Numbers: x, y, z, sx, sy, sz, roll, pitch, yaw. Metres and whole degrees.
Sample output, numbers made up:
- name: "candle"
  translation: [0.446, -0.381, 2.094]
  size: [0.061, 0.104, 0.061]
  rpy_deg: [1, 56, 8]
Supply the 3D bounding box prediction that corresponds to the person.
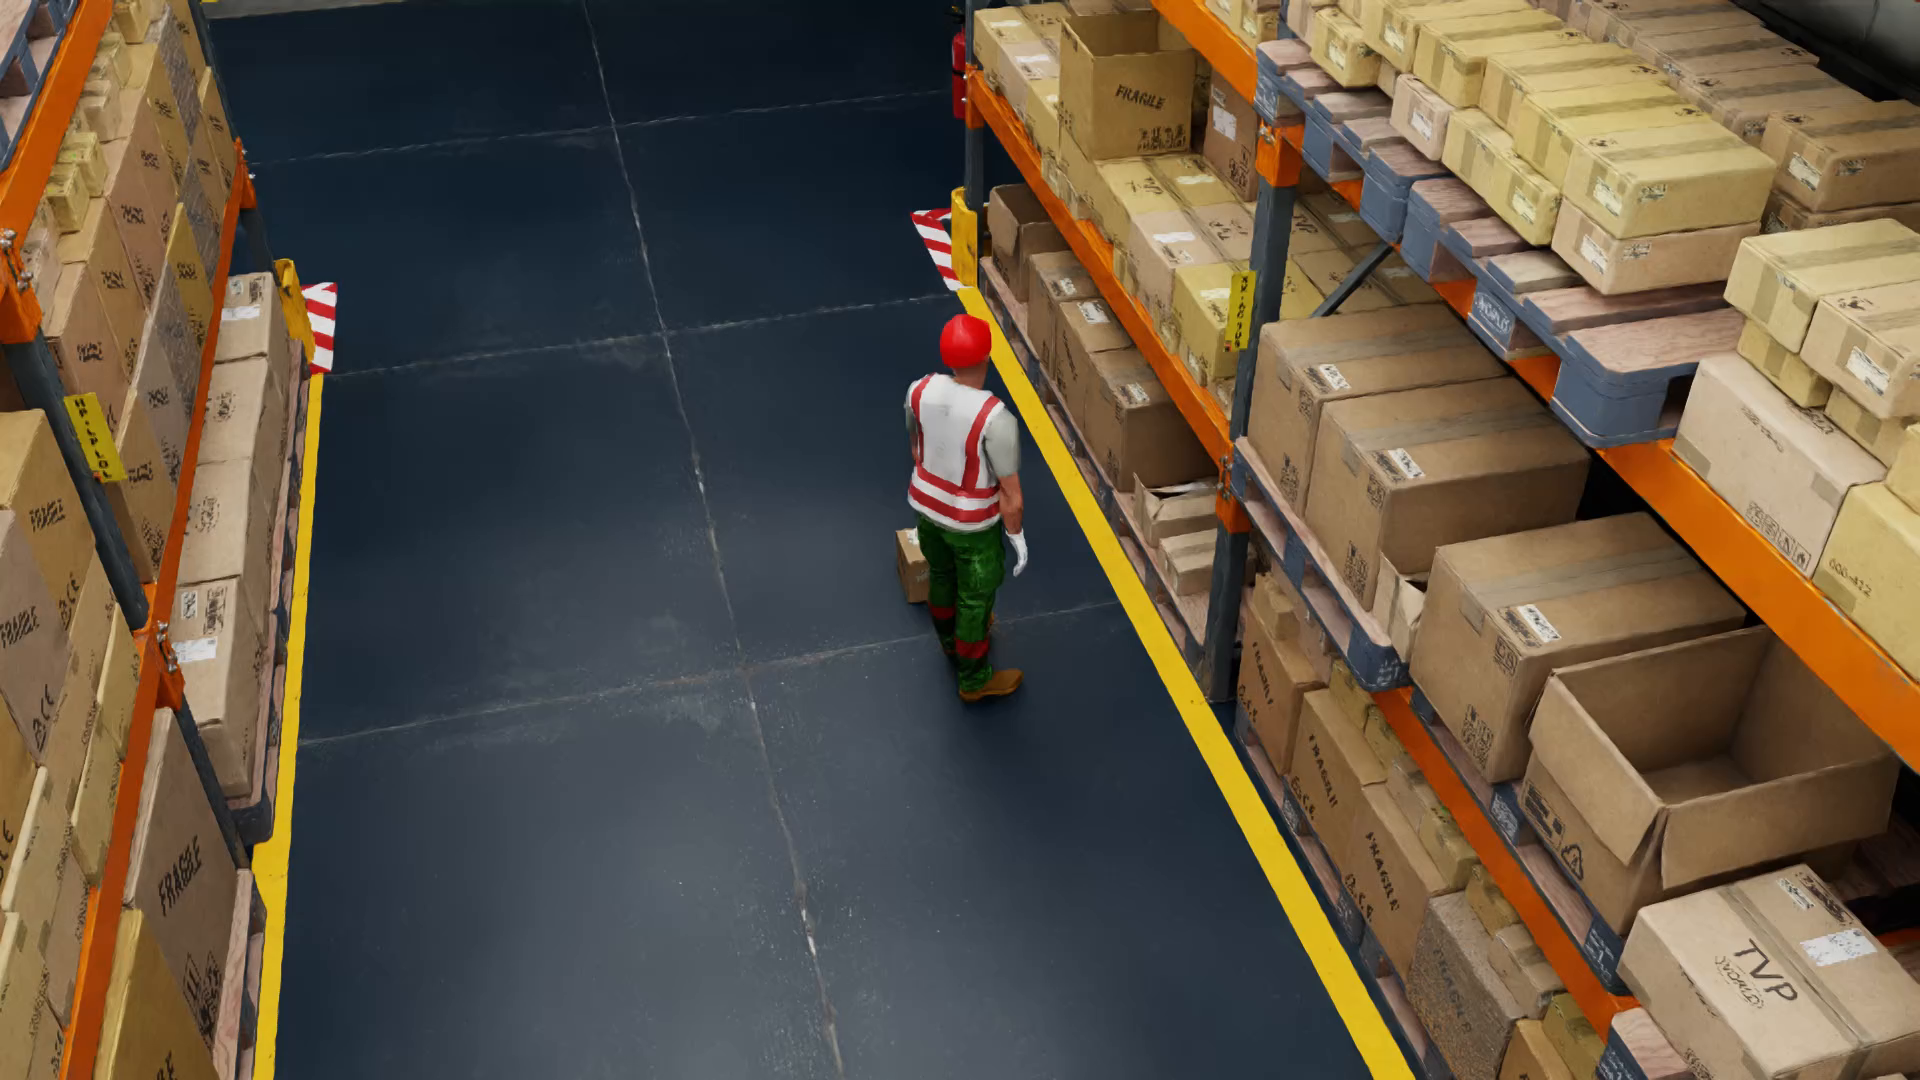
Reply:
- name: "person"
  translation: [0.083, -0.148, 6.844]
  size: [0.621, 1.794, 0.514]
  rpy_deg: [25, 44, 29]
